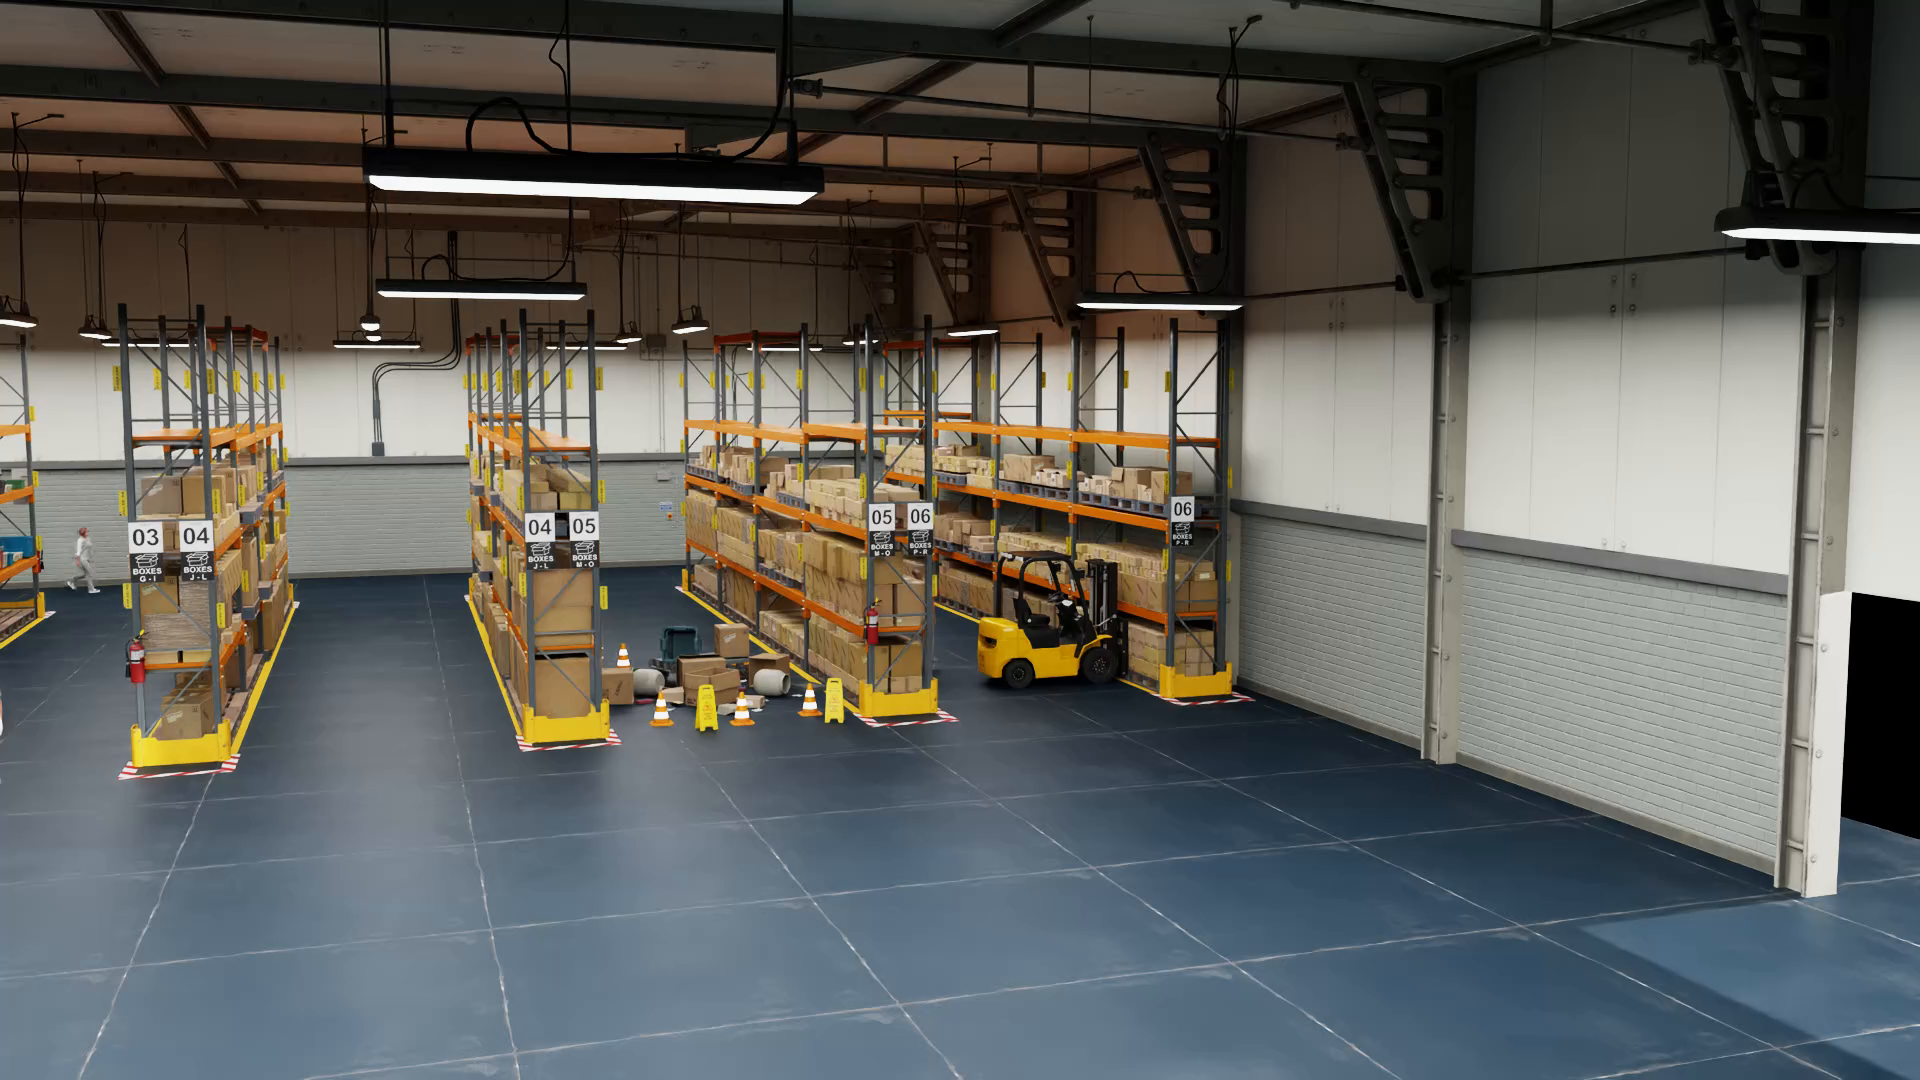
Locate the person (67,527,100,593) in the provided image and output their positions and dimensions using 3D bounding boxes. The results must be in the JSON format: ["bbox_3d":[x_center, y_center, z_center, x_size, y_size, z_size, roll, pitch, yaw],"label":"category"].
[{"bbox_3d":[-20.799,0.472,39.406,0.791,1.562,0.419,0,5,-5],"label":"person"}]

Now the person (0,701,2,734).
[{"bbox_3d":[-11.831,2.215,20.005,1.031,1.721,0.574,4,7,38],"label":"person"}]

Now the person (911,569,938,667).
[{"bbox_3d":[-0.700,1.372,29.216,0.596,1.715,0.494,-1,6,-10],"label":"person"}]
